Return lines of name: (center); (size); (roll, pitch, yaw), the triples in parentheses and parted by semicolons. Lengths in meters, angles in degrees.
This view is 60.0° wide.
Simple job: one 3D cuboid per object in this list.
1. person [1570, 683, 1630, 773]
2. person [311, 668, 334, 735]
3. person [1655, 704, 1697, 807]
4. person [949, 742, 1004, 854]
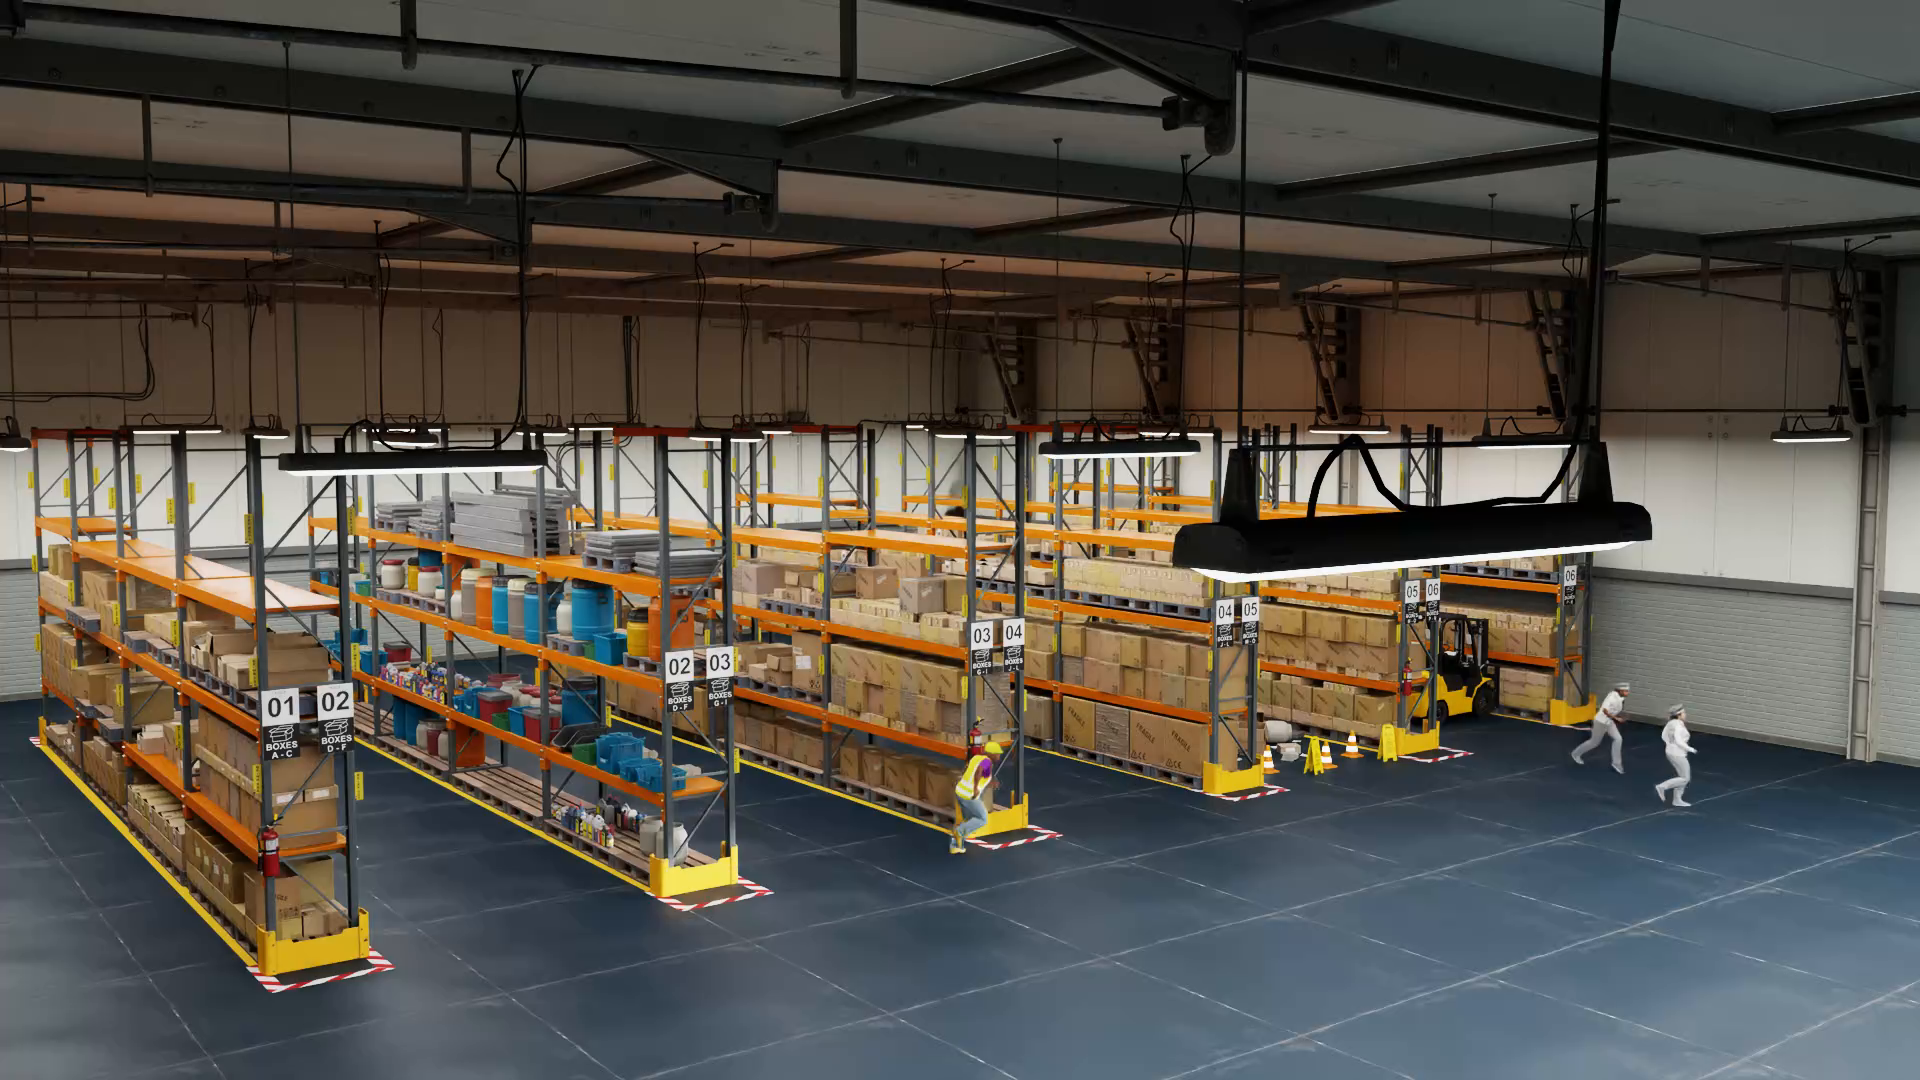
person: (11.266, 3.270, 29.252); (0.985, 1.626, 0.615); (3, 5, 35)
person: (-11.846, 3.020, 30.870); (0.589, 1.831, 0.835); (-3, 6, -38)
person: (11.380, 3.424, 26.494); (0.611, 1.654, 0.603); (0, 4, 4)
person: (0.246, 3.682, 23.703); (0.830, 1.577, 0.734); (-2, 5, -19)
